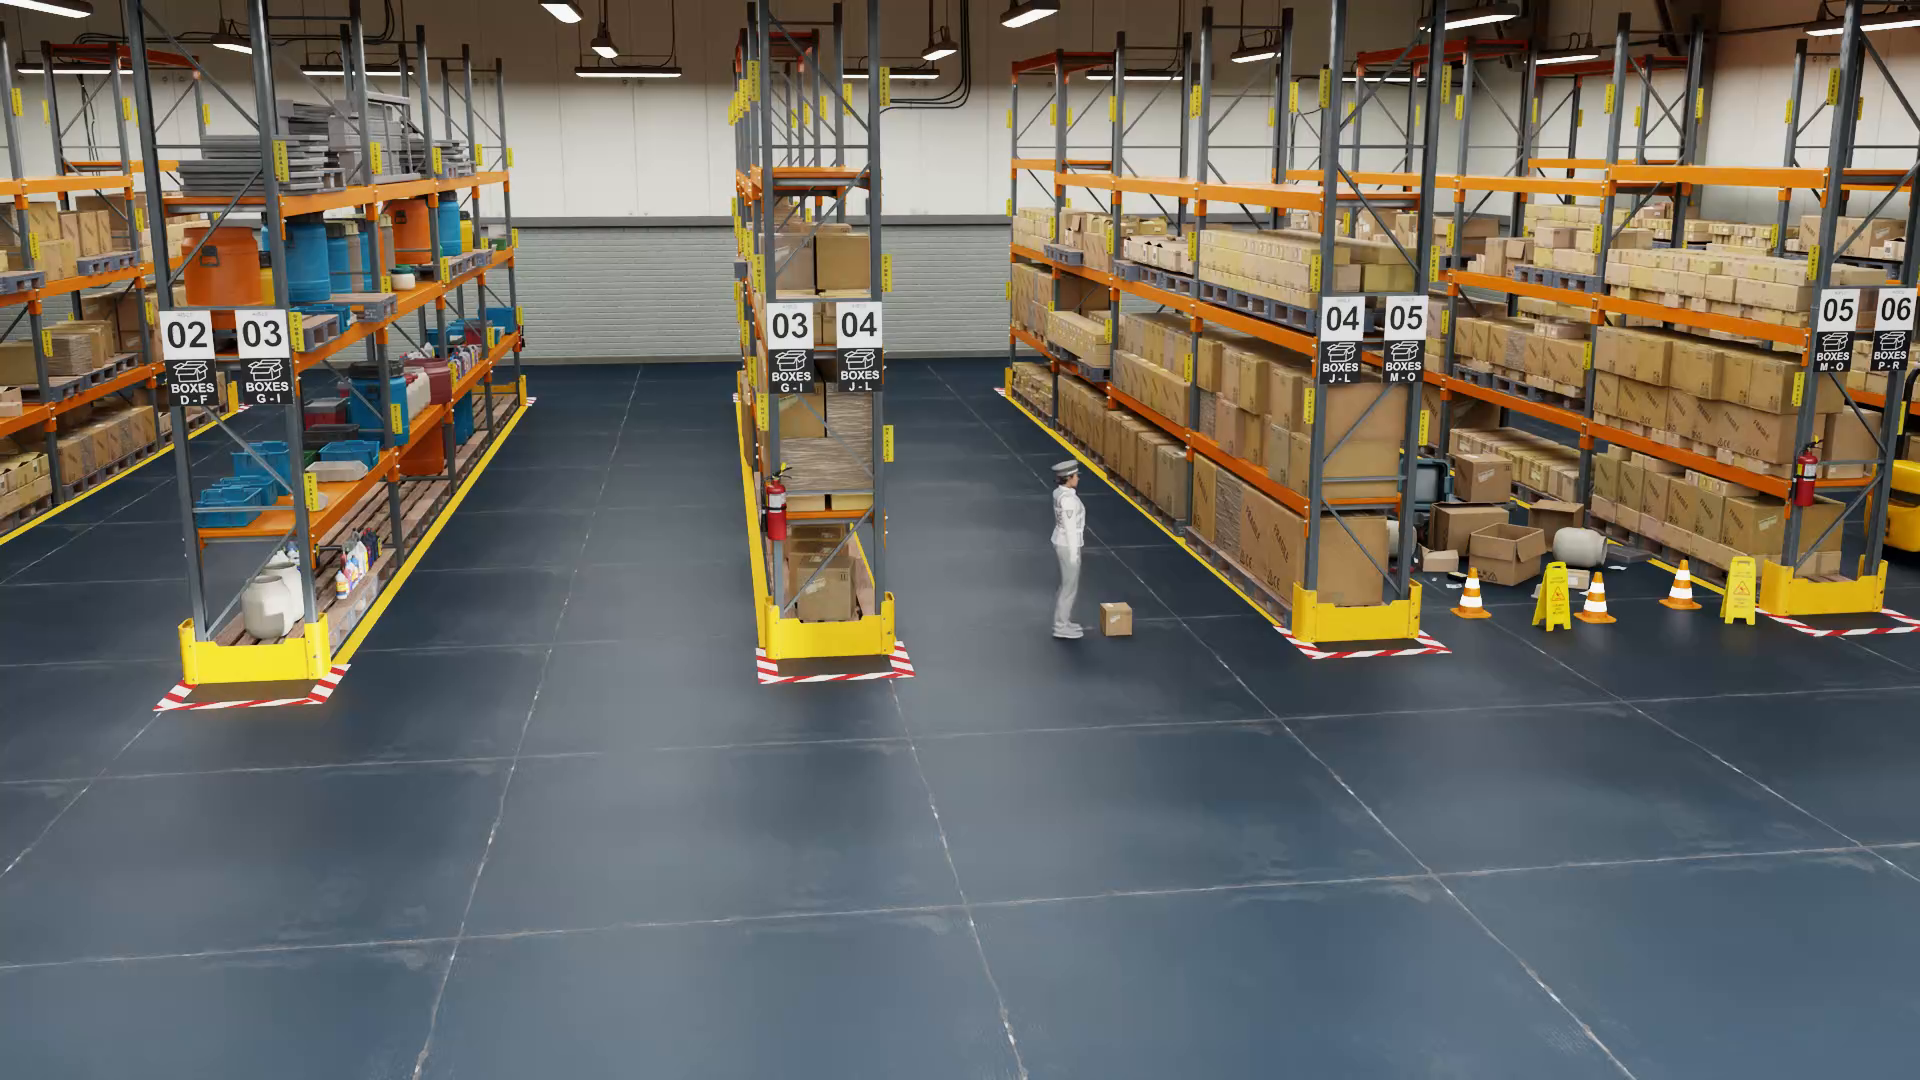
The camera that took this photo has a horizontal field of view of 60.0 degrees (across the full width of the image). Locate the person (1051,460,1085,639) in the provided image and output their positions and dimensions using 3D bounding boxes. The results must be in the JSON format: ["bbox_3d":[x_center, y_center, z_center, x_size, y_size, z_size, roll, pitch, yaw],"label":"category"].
[{"bbox_3d":[1.021,0.074,15.646,0.340,1.681,0.466,-2,13,-7],"label":"person"}]
